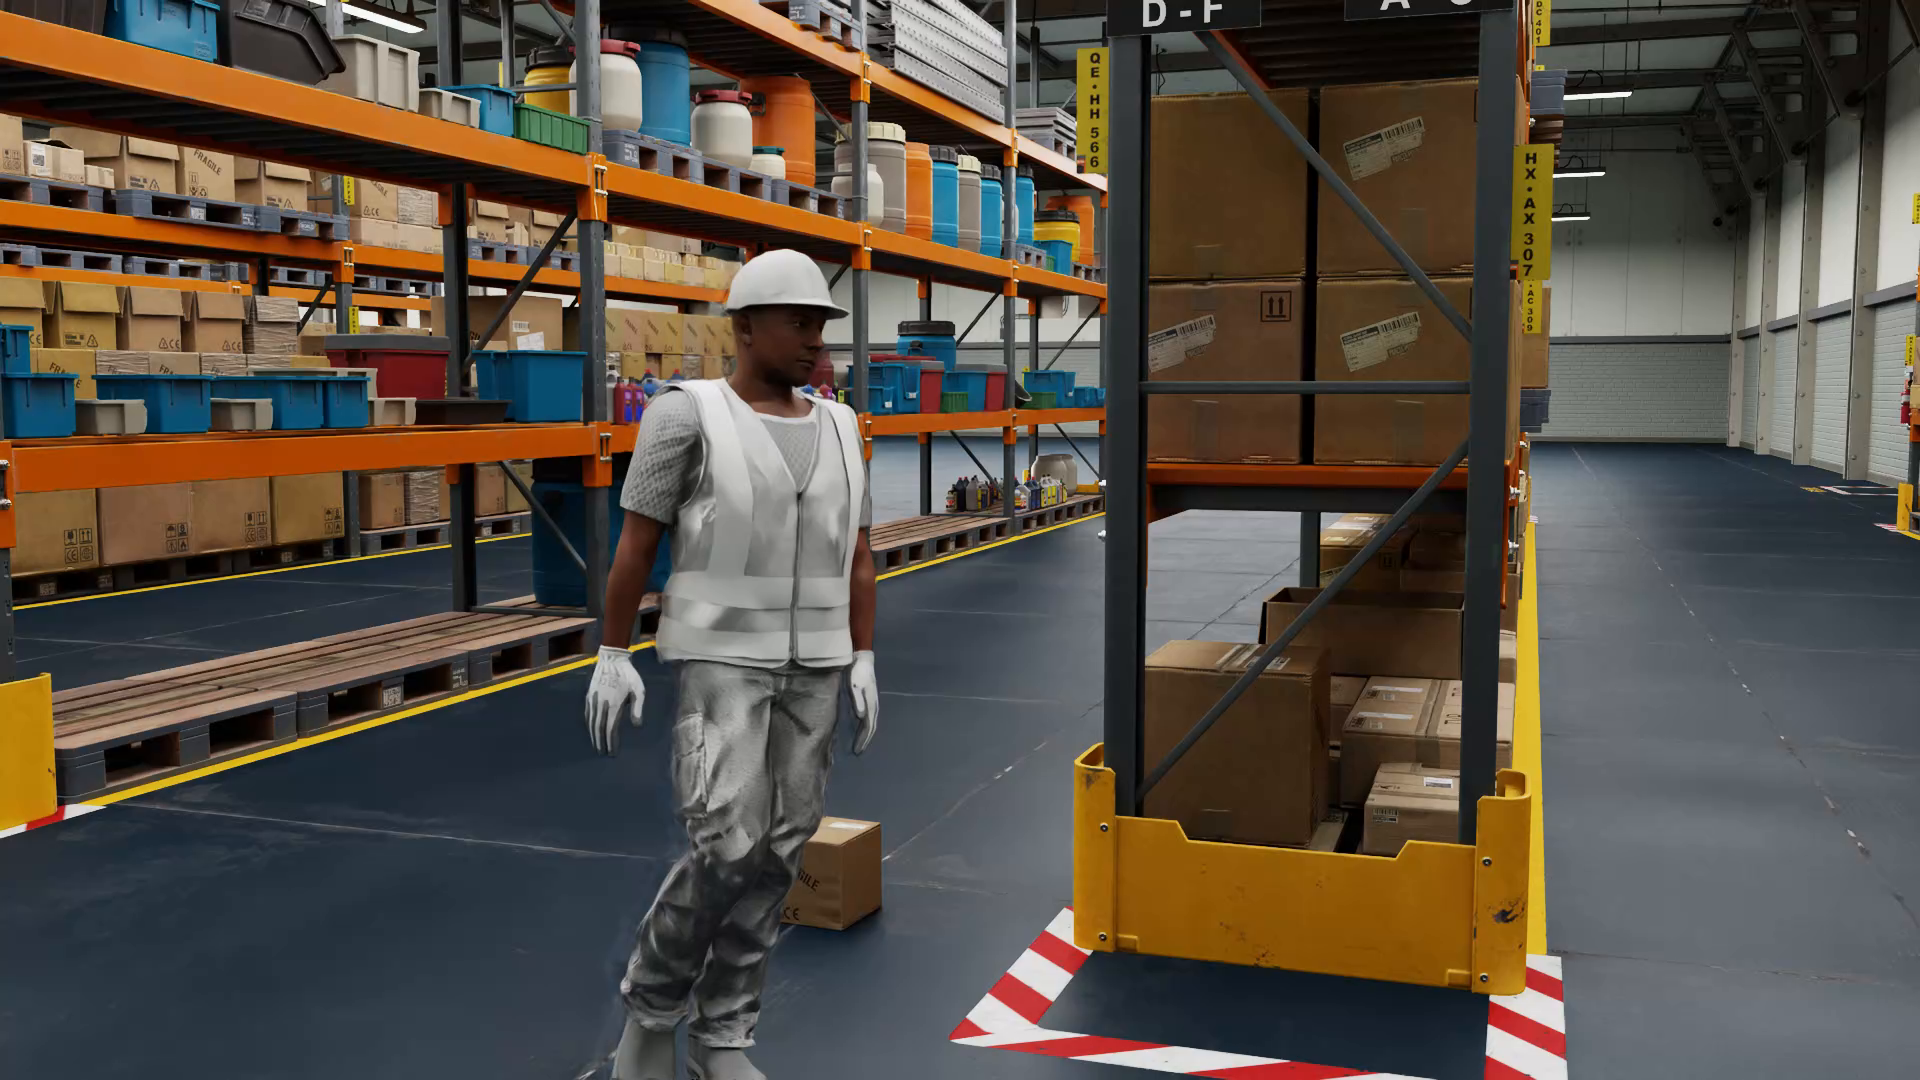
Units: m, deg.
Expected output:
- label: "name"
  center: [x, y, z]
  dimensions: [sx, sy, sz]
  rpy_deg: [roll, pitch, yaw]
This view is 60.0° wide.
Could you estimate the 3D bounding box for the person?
- label: "person"
  center: [-0.422, 0.288, 3.452]
  dimensions: [0.644, 1.782, 0.449]
  rpy_deg: [-4, 6, -35]
